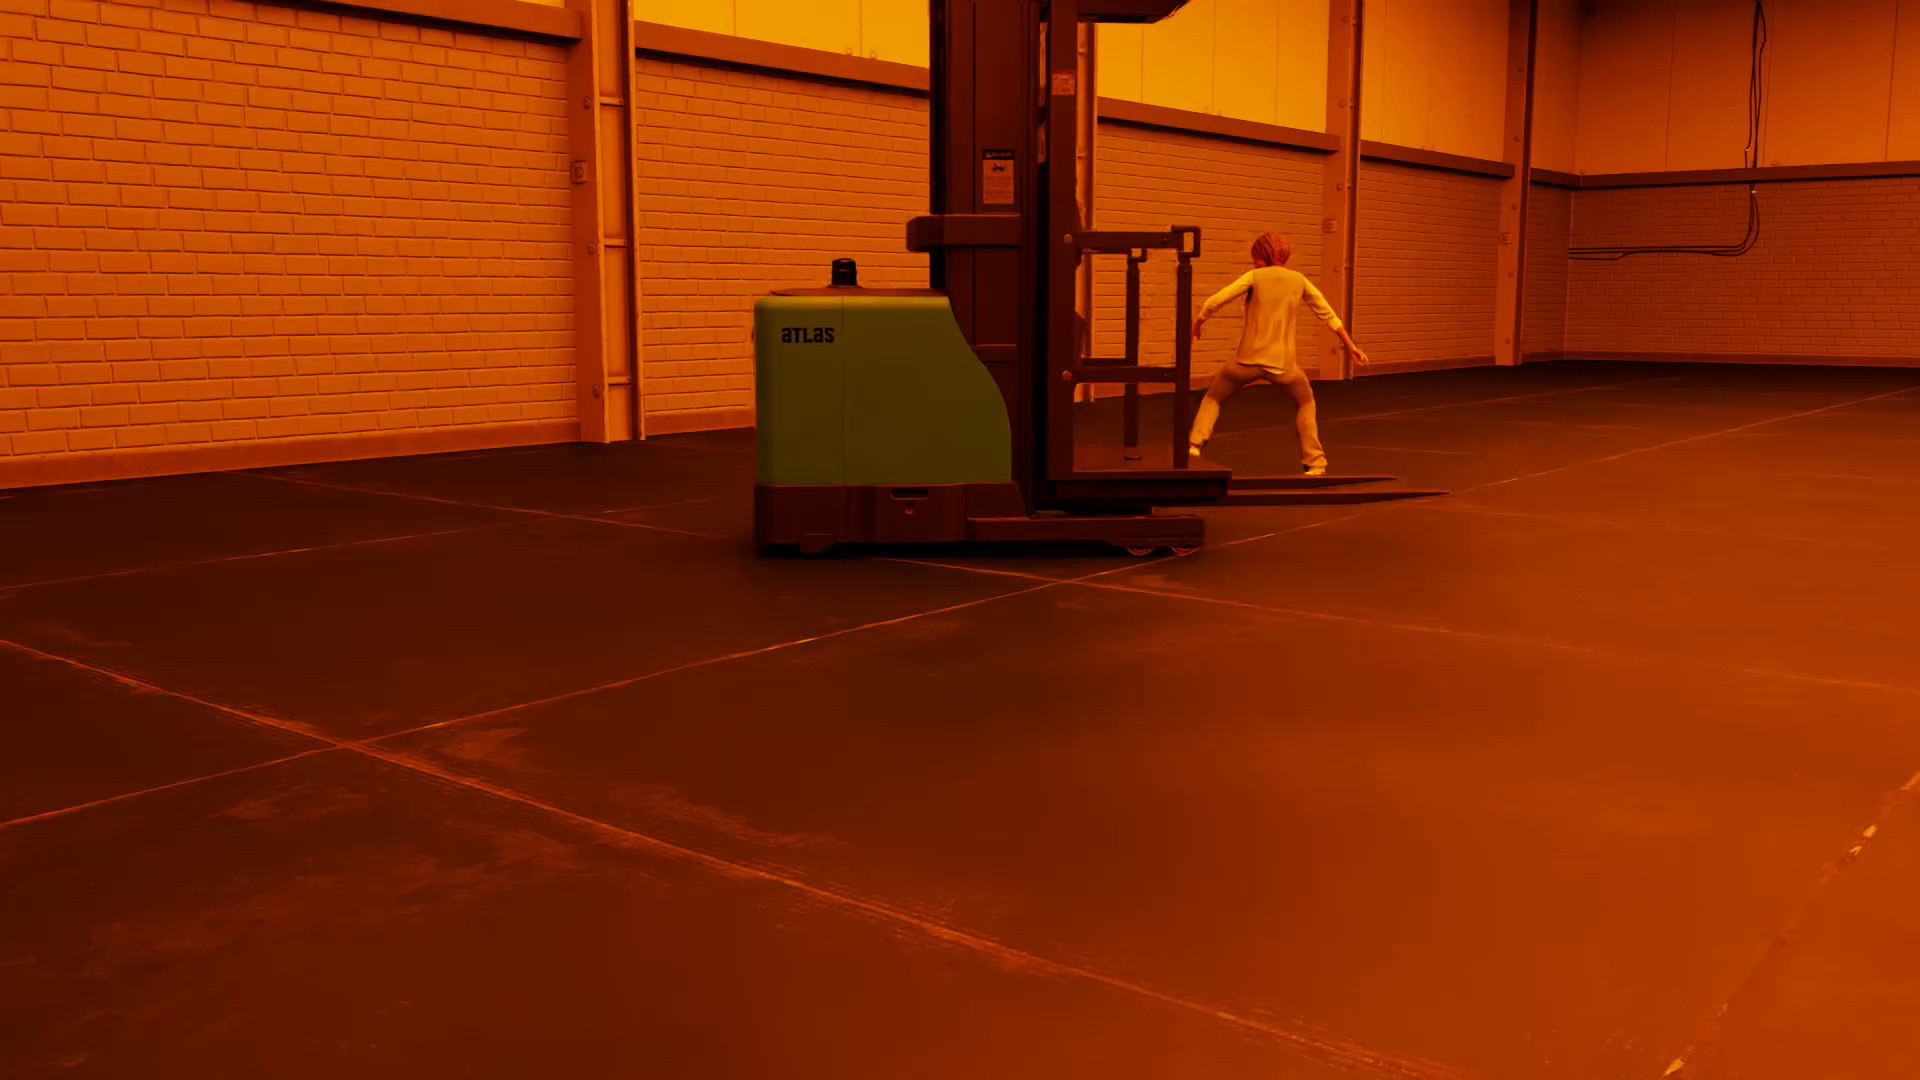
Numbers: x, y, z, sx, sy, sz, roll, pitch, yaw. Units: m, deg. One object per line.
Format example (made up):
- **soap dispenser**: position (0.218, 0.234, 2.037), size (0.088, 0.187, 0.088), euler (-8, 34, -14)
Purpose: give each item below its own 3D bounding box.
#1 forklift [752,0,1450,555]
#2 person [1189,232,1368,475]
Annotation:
- **forklift**: position (0.607, -1.461, 7.267), size (3.031, 2.935, 1.130), euler (-1, 8, -6)
- **person**: position (1.814, -1.018, 9.603), size (1.030, 1.492, 0.488), euler (1, 8, 4)
